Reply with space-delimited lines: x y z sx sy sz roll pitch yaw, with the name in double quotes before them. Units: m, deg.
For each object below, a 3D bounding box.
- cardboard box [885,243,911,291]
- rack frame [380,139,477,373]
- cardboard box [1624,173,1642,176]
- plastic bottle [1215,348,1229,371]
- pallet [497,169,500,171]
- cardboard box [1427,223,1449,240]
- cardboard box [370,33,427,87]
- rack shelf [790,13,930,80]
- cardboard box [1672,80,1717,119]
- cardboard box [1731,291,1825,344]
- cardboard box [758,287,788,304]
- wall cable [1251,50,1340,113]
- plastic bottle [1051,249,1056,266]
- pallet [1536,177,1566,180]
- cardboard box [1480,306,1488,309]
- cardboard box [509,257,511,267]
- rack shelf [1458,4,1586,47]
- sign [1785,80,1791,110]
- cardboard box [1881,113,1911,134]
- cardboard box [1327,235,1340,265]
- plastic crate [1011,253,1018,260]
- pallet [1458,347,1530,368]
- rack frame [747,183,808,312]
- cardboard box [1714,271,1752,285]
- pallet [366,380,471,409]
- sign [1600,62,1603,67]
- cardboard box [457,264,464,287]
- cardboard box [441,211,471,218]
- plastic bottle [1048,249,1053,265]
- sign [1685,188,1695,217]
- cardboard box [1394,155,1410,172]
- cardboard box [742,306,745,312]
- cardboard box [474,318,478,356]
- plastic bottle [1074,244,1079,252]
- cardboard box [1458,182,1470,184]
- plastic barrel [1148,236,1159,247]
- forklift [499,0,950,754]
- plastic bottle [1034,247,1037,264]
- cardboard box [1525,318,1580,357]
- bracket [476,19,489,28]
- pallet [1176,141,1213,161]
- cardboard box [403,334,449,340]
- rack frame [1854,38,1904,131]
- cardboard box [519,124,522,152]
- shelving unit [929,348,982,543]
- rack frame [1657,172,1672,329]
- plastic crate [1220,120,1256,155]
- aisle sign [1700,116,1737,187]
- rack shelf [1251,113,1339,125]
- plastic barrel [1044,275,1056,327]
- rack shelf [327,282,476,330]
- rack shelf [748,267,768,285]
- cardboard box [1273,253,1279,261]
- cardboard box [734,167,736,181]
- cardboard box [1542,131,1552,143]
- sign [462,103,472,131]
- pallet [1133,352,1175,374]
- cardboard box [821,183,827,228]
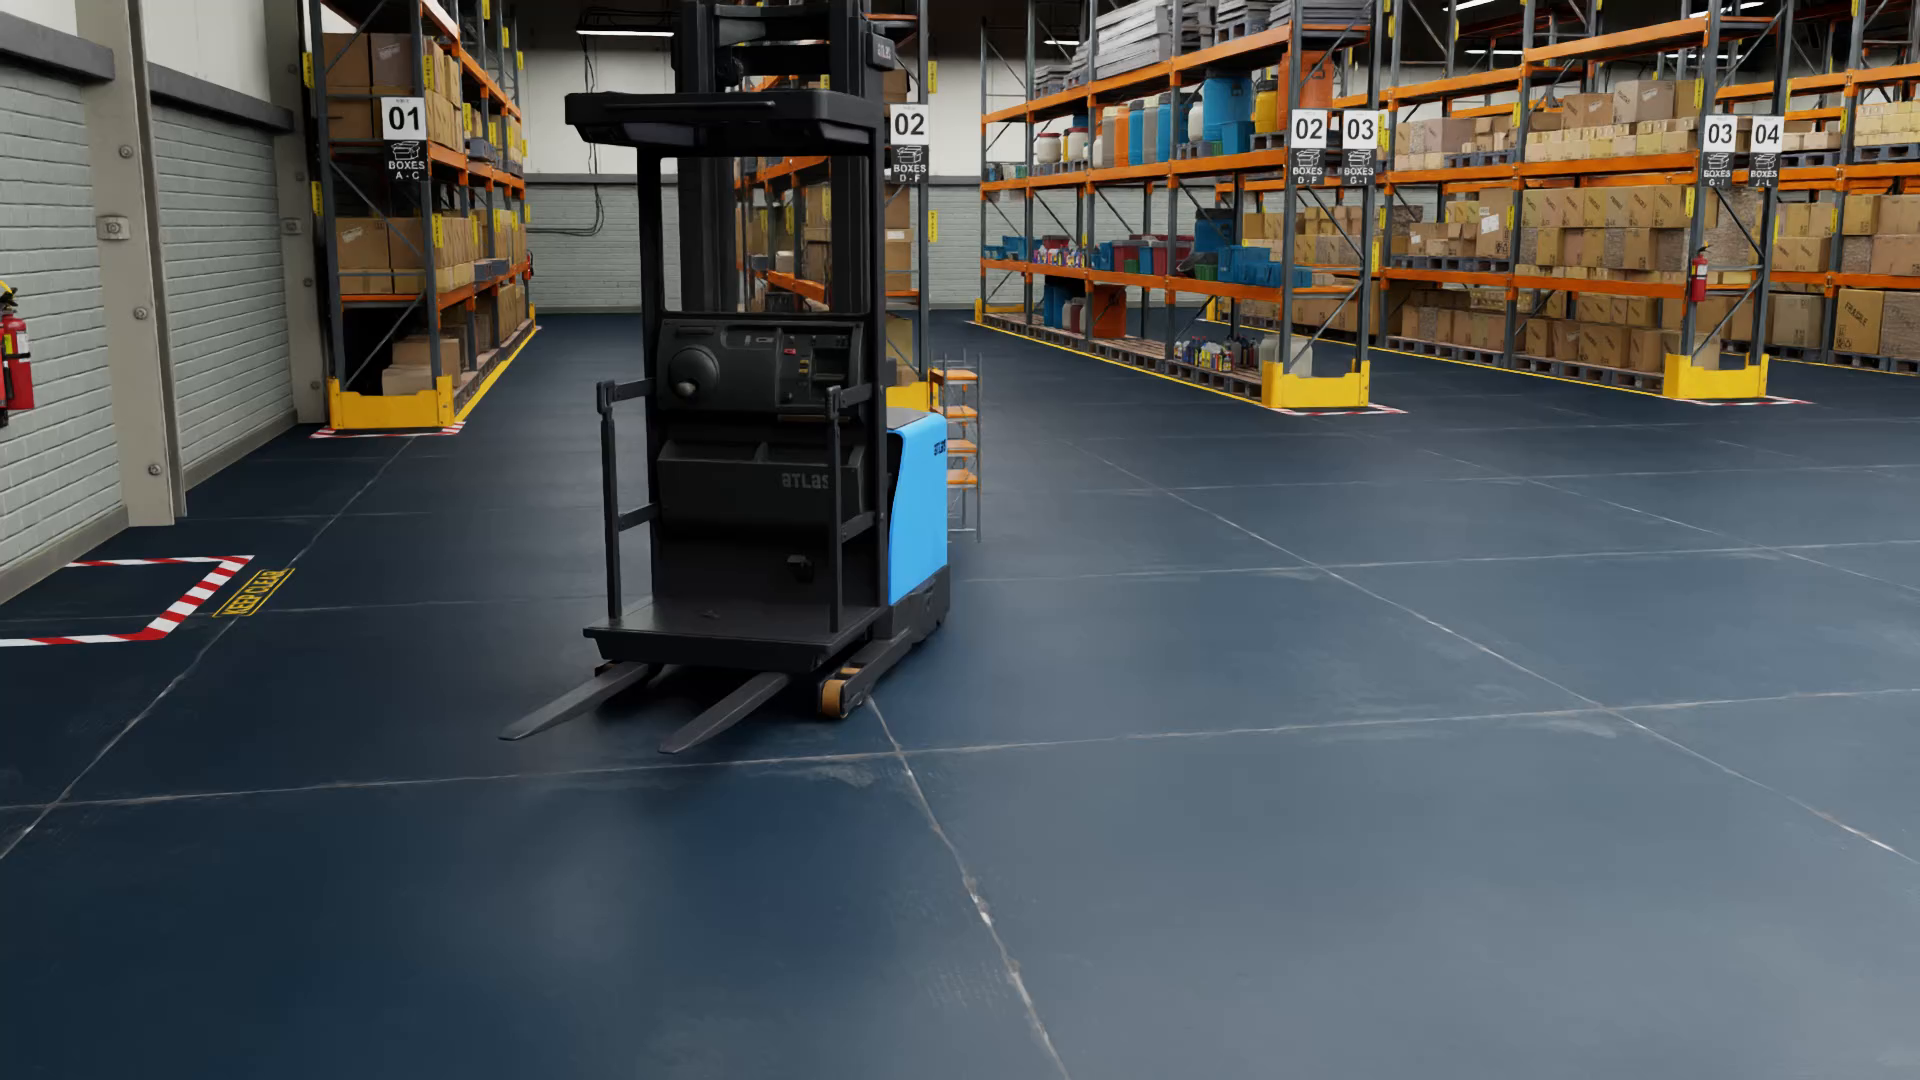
"cardboard box" -0.908 -2.924 17.771 0.700 0.500 0.500 -2 11 -11
"rack frame" -6.467 -3.342 20.233 1.000 3.000 0.127 -2 11 -11
"cardboard box" 11.746 -6.487 28.468 0.500 0.500 0.500 -2 11 -11
"plastic bottle" 3.220 -2.215 20.419 0.152 0.276 0.135 -2 11 -11
"pallet" -7.642 -5.778 25.512 1.003 0.211 1.213 -2 11 -8
"cardboard box" 7.683 -4.675 25.846 0.700 0.500 0.500 0 11 -3
"cardboard box" -5.525 -4.712 16.411 0.500 0.500 0.500 -3 11 -15
"rack shelf" -1.219 -5.553 18.799 1.077 0.370 4.000 -2 11 -11
"cardboard box" 8.864 -5.345 20.335 0.500 0.500 0.500 -2 11 -11
"cardboard box" 12.602 -3.433 25.605 1.050 0.750 0.750 -2 11 -11
"cardboard box" -3.017 -3.974 27.055 0.500 0.250 0.500 -2 11 -12
"wall cable" 8.057 -11.773 39.881 2.277 5.999 0.120 -2 11 -11
"plastic bottle" 1.637 -4.798 28.212 0.152 0.276 0.135 -2 11 -11
"pallet" 11.454 -6.776 30.753 1.213 0.211 1.003 -2 11 -11
"cardboard box" 10.763 -4.660 33.659 0.380 0.149 0.250 -2 11 -11
"cardboard box" -7.492 -4.503 26.951 0.380 0.149 0.250 -2 11 -11
"rack shelf" 11.050 -10.105 32.754 1.077 0.370 4.000 -2 11 -11
"sign" 9.420 -5.071 18.959 0.100 0.325 0.005 -2 11 -11
"cardboard box" 12.915 -5.653 22.569 0.500 0.250 0.500 -2 11 -11
"cardboard box" 6.699 -5.027 28.817 0.500 0.500 0.500 -2 11 -10
"plastic crate" 1.214 -5.259 30.882 0.437 0.125 0.590 -2 11 -11
"pallet" 7.957 -2.655 24.083 1.003 0.211 1.213 -2 11 -11
"rack frame" -3.164 -4.990 28.892 1.000 3.000 0.127 -2 11 -11
"cardboard box" 9.066 -3.086 19.561 0.380 0.149 0.250 -2 11 -11
"pallet" -6.061 -1.626 18.675 1.003 0.211 1.213 -2 11 -11
"sign" 11.982 -9.017 31.080 0.100 0.325 0.005 -2 11 -11
"cardboard box" -5.776 -2.927 18.399 0.500 0.250 0.500 -2 11 -10
"cardboard box" -7.071 -4.539 23.342 0.380 0.149 0.250 -4 12 -21
"plastic bottle" 1.592 -4.840 28.435 0.152 0.276 0.135 -2 11 -11
"sign" 8.339 -3.856 18.993 0.100 0.325 0.005 -2 11 -11
"cardboard box" 7.173 -5.920 26.159 0.500 0.250 0.500 -2 11 -10
"cardboard box" -3.699 -4.117 30.320 0.500 0.311 0.500 -2 11 -11
"cardboard box" -6.943 -2.745 22.604 0.700 0.500 0.500 -2 11 -11
"plastic bottle" 2.054 -4.983 28.988 0.144 0.351 0.185 -2 11 -11
"cardboard box" 10.595 -7.457 34.229 0.500 0.250 0.500 -2 11 -9
"plastic barrel" 2.965 -4.233 24.613 0.421 0.512 0.421 0 11 0
"forklift" -0.918 -0.783 6.972 1.130 2.935 3.031 3 11 14
"plastic bottle" 1.348 -5.029 29.411 0.061 0.283 0.133 -2 11 -11
"cardboard box" 8.148 -2.786 22.873 0.500 0.500 0.500 -2 11 -13
"bracket" -10.368 -11.246 36.087 0.235 0.232 0.430 -2 11 -11
"pallet" 3.487 -4.954 21.186 1.213 0.211 1.003 -2 11 -11
"cardboard box" -6.225 -2.141 19.433 0.500 0.500 0.500 -3 11 -15
"rack frame" 20.365 -9.572 36.920 1.000 3.000 0.127 -2 11 -11
"cardboard box" -8.391 -7.442 30.758 0.500 0.500 0.500 -2 11 -11
"shelving unit" -0.032 -0.620 10.744 0.258 1.200 0.503 -2 11 -11
"rack frame" 12.217 -4.778 27.777 1.000 3.000 0.127 -2 11 -11
"plastic crate" 3.363 -4.773 19.772 0.392 0.384 0.575 -2 11 -11
"aisle sign" 8.605 -4.404 18.858 0.394 0.787 0.004 -2 11 -11
"rack shelf" 6.165 -8.114 32.252 1.077 0.370 4.000 -2 11 -11
"plastic barrel" 1.784 -4.245 29.464 0.600 0.901 0.708 -2 11 -11
"rack shelf" -6.078 -2.622 18.373 1.077 0.370 4.000 -2 11 -11
"rack shelf" -2.775 -4.270 27.032 1.077 0.370 4.000 -2 11 -11
"cardboard box" 6.123 -5.318 31.284 0.380 0.149 0.250 -2 11 -10
"cardboard box" -4.007 -6.928 31.452 0.500 0.250 0.500 -2 11 -11
"cardboard box" 7.989 -5.361 22.153 0.380 0.149 0.250 -3 11 -14
"sign" -5.936 -5.091 20.015 0.100 0.325 0.005 -2 11 -11
"pallet" 3.060 -2.475 23.136 1.003 0.211 1.213 -2 11 -11
"cardboard box" -1.223 -3.852 19.175 0.700 0.500 0.500 -2 11 -11
